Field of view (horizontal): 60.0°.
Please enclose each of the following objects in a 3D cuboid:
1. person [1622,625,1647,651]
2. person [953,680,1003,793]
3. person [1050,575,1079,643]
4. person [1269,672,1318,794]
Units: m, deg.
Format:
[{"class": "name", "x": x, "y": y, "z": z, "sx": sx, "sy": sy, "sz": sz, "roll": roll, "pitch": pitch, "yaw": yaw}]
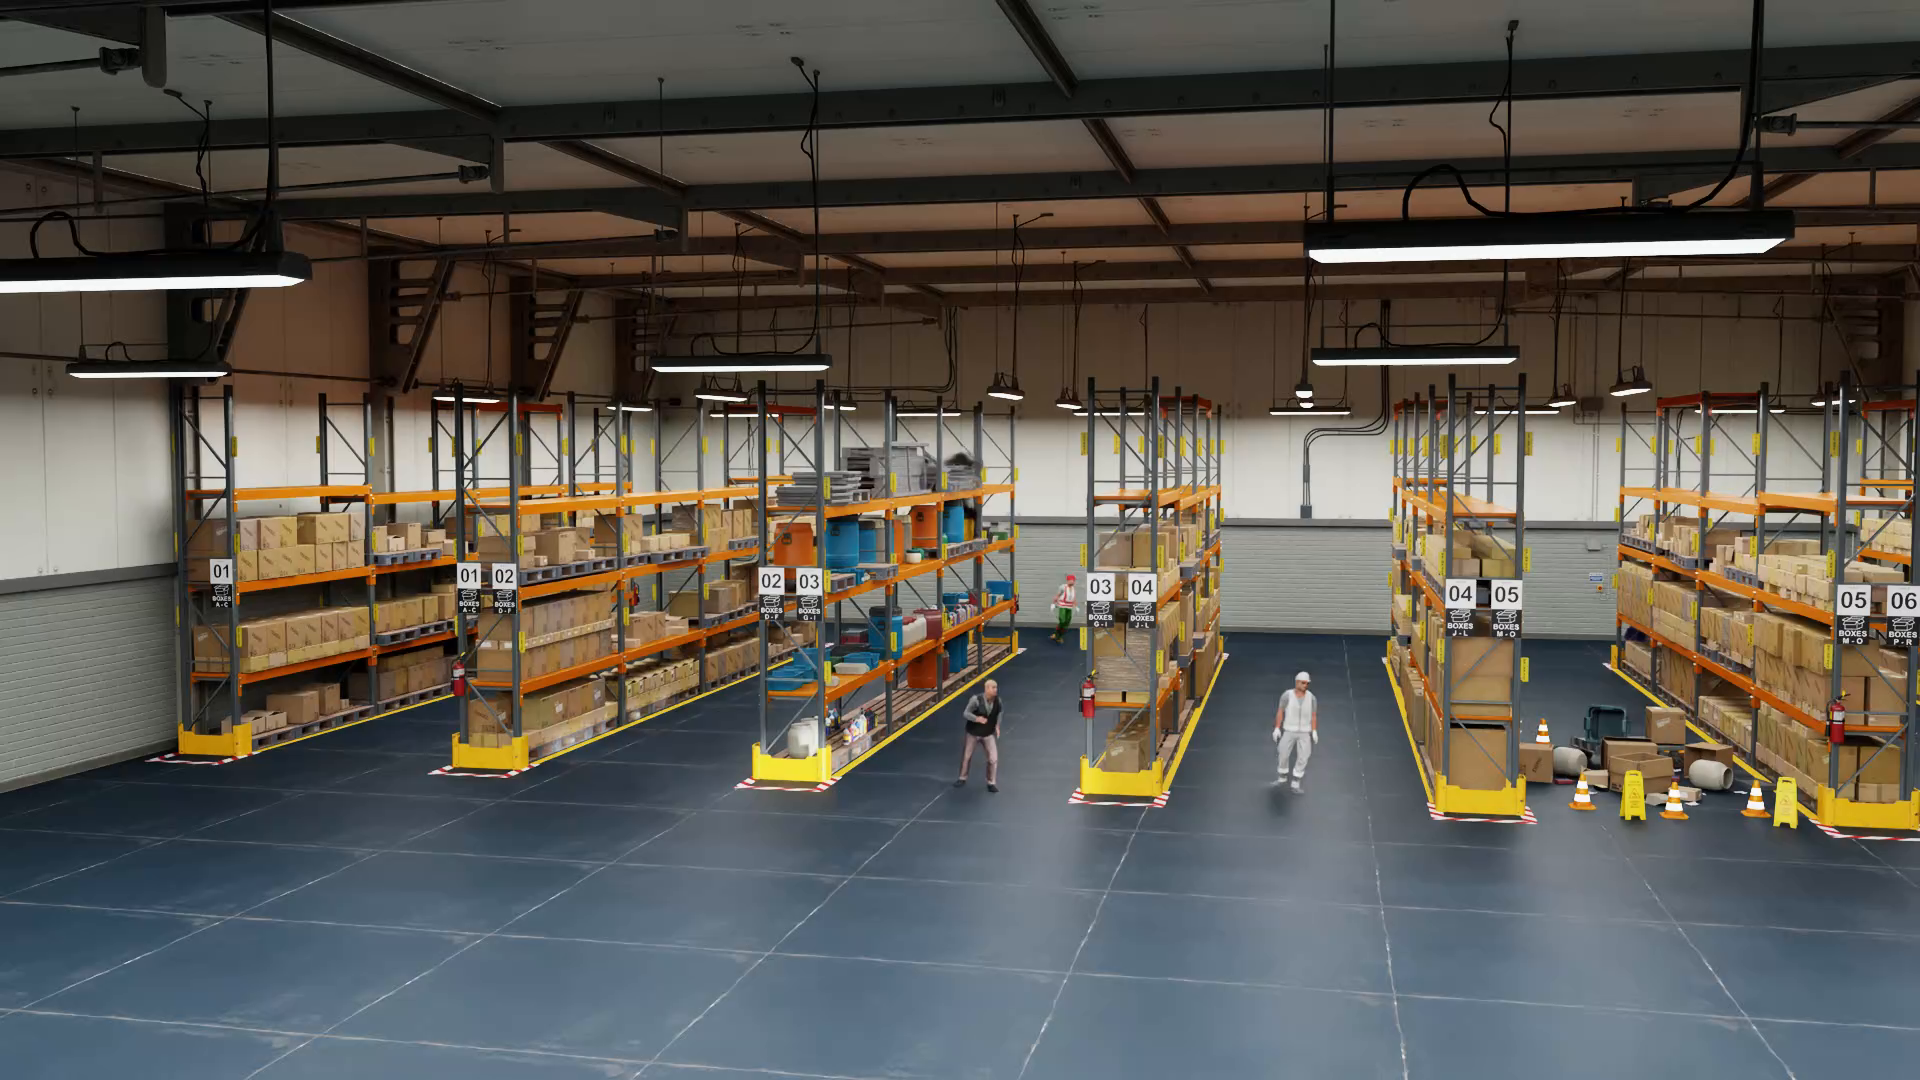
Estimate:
[{"class": "person", "x": 15.670, "y": 2.009, "z": 38.491, "sx": 0.893, "sy": 1.663, "sz": 0.601, "roll": 1, "pitch": 3, "yaw": 13}, {"class": "person", "x": 0.307, "y": 2.846, "z": 24.210, "sx": 0.734, "sy": 1.658, "sz": 0.846, "roll": -1, "pitch": 3, "yaw": -13}, {"class": "person", "x": 2.689, "y": 1.758, "z": 42.607, "sx": 0.699, "sy": 1.763, "sz": 0.581, "roll": -2, "pitch": 4, "yaw": -34}, {"class": "person", "x": 4.826, "y": 2.772, "z": 24.034, "sx": 0.660, "sy": 1.766, "sz": 0.469, "roll": 0, "pitch": 3, "yaw": -2}]
